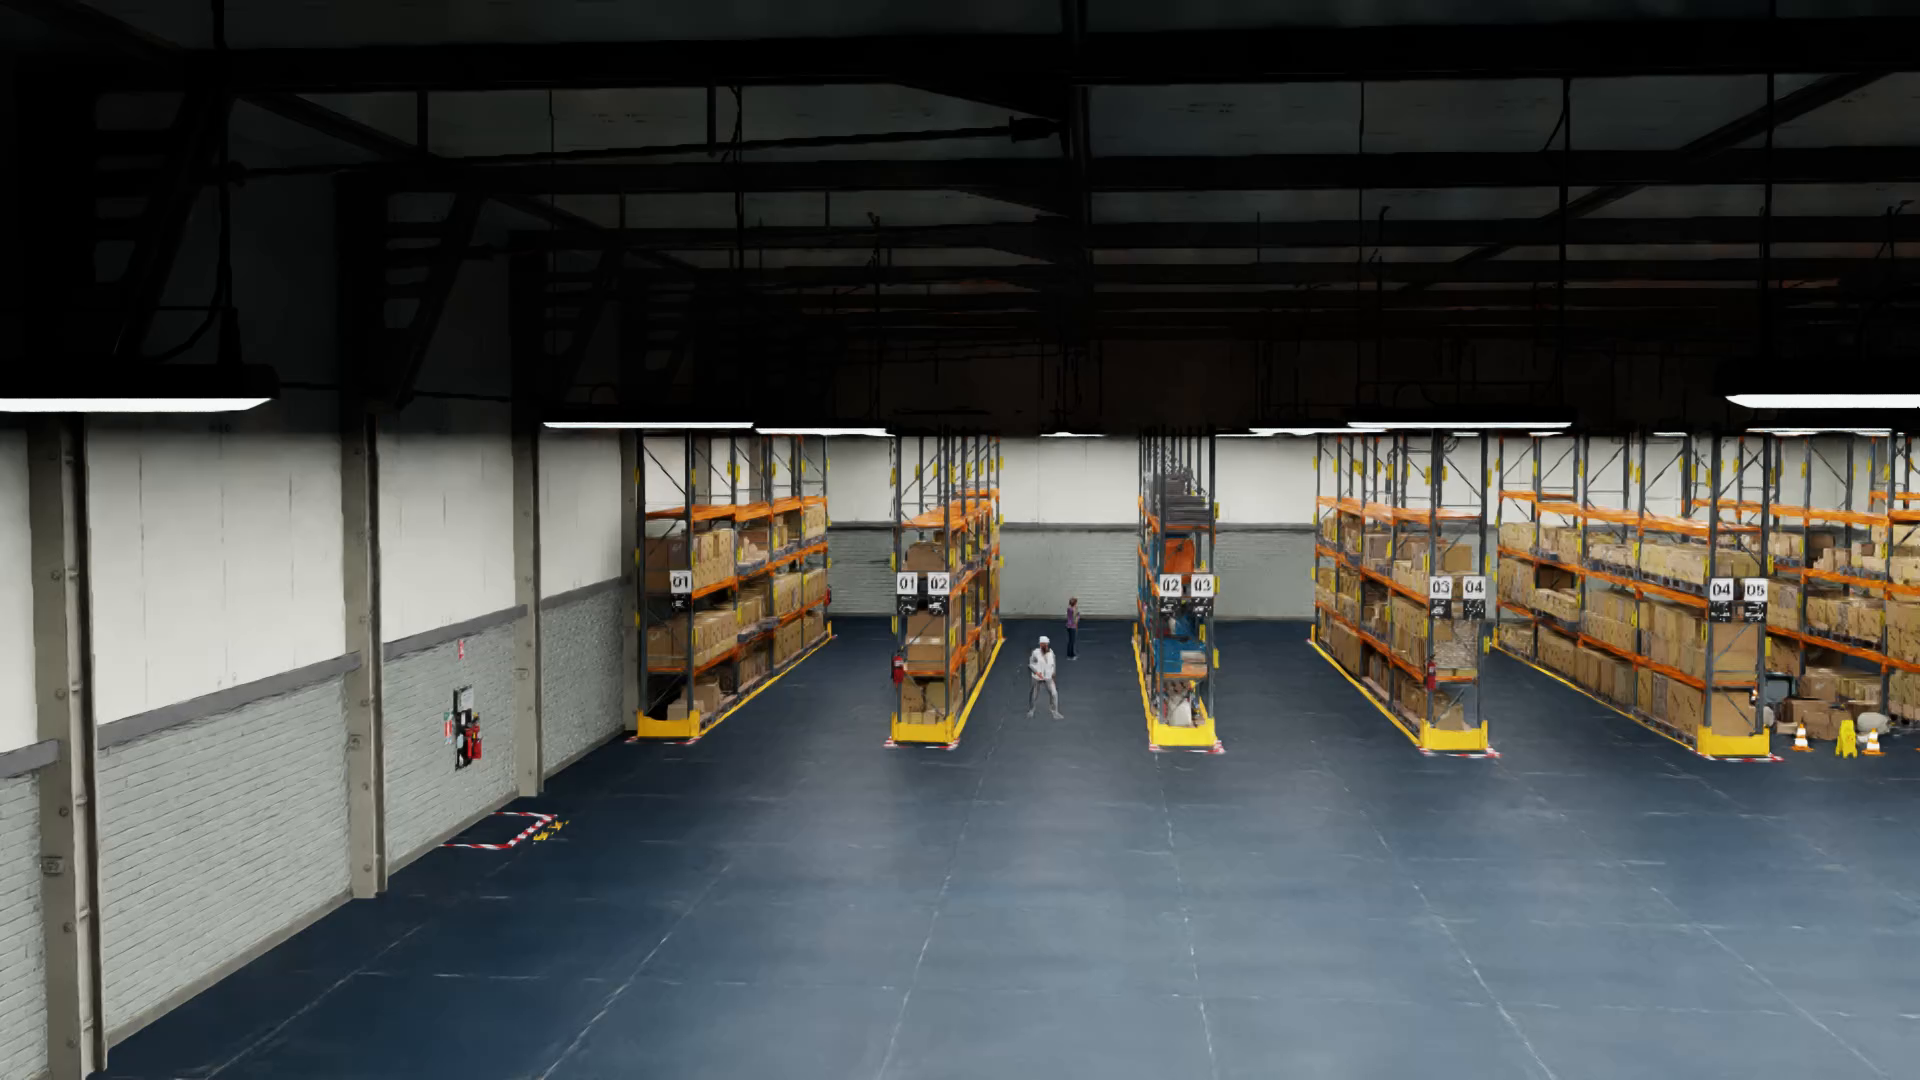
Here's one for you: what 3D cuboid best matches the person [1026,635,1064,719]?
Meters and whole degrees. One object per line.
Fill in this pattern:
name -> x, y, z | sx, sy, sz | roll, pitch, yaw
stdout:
person -> 1.699, 2.788, 34.028 | 0.687, 1.710, 0.832 | -1, 4, -13

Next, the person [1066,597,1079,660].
person -> 2.949, 2.289, 43.151 | 0.423, 1.586, 0.492 | -1, 4, -20

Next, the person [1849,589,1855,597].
person -> 23.615, 2.157, 44.177 | 0.522, 1.724, 0.716 | 0, 3, 2
